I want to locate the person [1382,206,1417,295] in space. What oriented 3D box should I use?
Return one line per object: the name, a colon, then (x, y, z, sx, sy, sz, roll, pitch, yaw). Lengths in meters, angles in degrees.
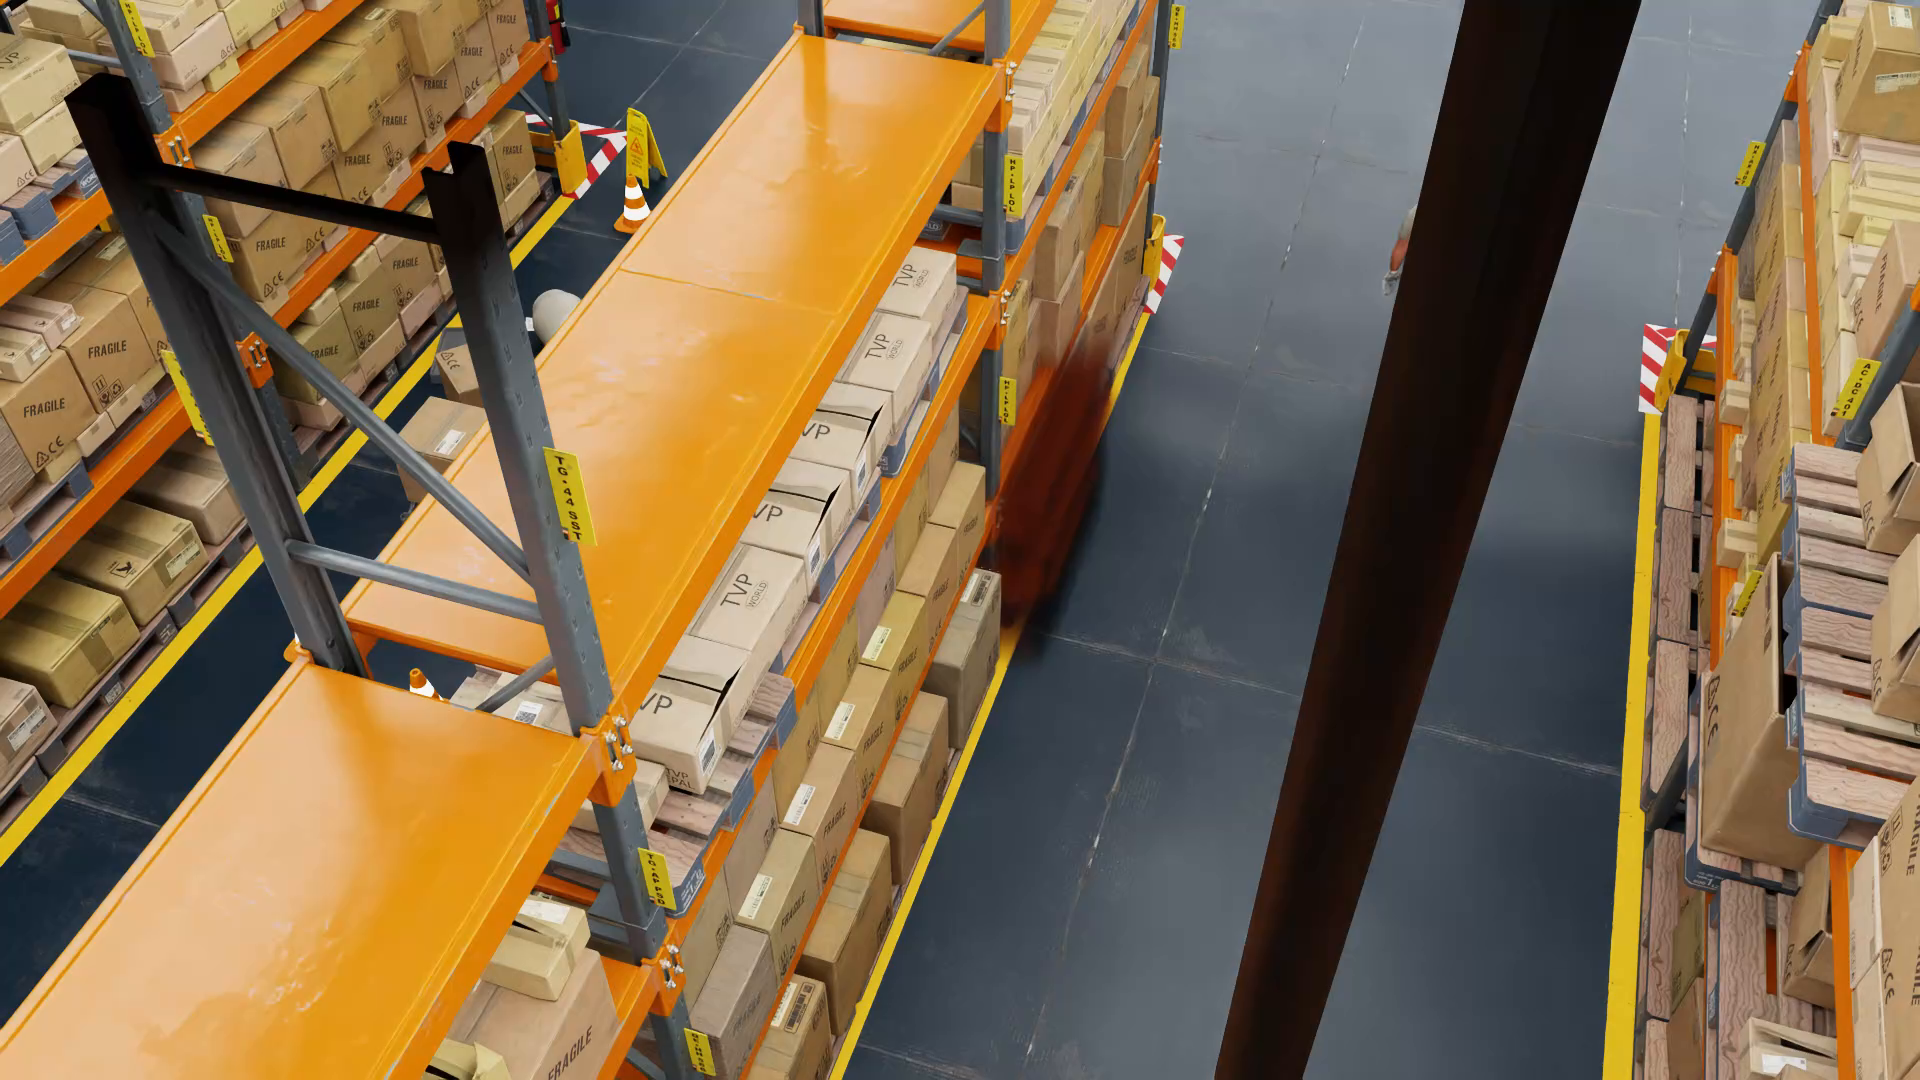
person: (3.322, -1.819, 11.698, 0.597, 1.821, 0.694, 29, 52, 26)
